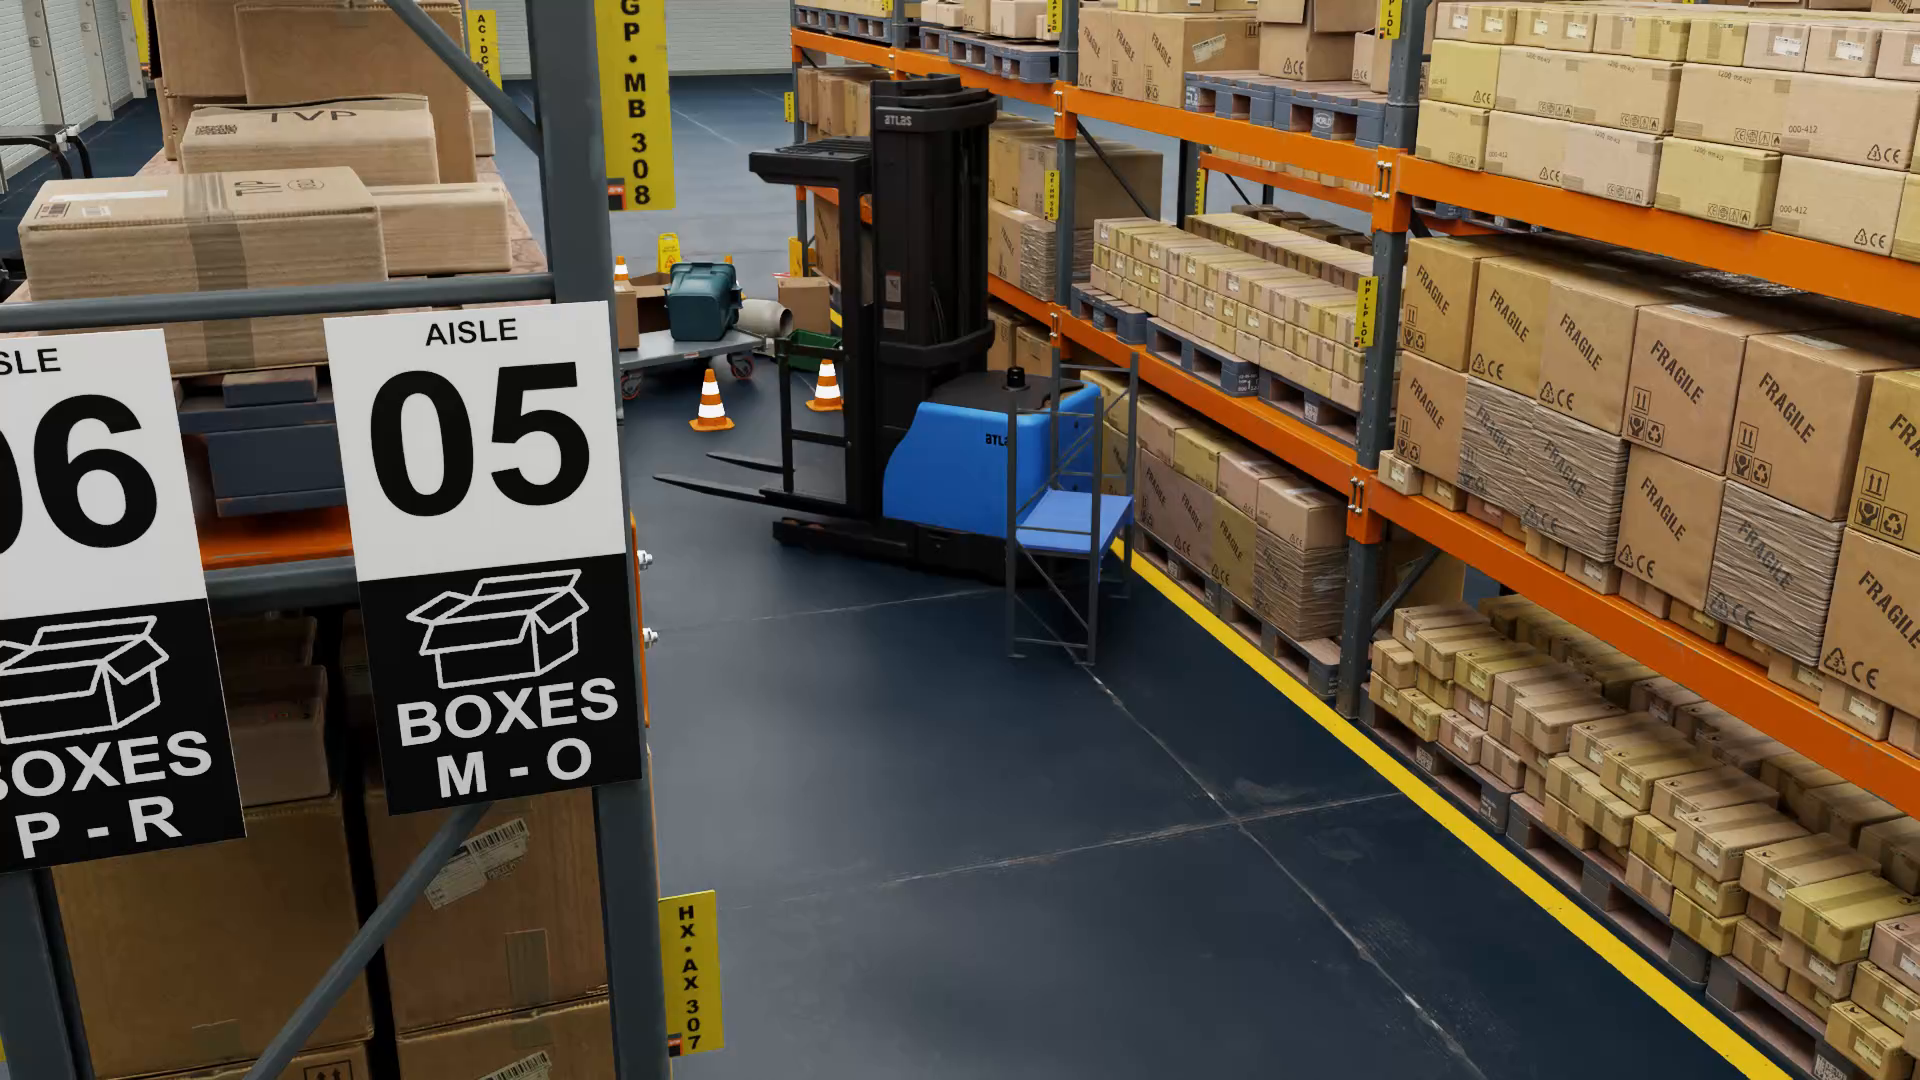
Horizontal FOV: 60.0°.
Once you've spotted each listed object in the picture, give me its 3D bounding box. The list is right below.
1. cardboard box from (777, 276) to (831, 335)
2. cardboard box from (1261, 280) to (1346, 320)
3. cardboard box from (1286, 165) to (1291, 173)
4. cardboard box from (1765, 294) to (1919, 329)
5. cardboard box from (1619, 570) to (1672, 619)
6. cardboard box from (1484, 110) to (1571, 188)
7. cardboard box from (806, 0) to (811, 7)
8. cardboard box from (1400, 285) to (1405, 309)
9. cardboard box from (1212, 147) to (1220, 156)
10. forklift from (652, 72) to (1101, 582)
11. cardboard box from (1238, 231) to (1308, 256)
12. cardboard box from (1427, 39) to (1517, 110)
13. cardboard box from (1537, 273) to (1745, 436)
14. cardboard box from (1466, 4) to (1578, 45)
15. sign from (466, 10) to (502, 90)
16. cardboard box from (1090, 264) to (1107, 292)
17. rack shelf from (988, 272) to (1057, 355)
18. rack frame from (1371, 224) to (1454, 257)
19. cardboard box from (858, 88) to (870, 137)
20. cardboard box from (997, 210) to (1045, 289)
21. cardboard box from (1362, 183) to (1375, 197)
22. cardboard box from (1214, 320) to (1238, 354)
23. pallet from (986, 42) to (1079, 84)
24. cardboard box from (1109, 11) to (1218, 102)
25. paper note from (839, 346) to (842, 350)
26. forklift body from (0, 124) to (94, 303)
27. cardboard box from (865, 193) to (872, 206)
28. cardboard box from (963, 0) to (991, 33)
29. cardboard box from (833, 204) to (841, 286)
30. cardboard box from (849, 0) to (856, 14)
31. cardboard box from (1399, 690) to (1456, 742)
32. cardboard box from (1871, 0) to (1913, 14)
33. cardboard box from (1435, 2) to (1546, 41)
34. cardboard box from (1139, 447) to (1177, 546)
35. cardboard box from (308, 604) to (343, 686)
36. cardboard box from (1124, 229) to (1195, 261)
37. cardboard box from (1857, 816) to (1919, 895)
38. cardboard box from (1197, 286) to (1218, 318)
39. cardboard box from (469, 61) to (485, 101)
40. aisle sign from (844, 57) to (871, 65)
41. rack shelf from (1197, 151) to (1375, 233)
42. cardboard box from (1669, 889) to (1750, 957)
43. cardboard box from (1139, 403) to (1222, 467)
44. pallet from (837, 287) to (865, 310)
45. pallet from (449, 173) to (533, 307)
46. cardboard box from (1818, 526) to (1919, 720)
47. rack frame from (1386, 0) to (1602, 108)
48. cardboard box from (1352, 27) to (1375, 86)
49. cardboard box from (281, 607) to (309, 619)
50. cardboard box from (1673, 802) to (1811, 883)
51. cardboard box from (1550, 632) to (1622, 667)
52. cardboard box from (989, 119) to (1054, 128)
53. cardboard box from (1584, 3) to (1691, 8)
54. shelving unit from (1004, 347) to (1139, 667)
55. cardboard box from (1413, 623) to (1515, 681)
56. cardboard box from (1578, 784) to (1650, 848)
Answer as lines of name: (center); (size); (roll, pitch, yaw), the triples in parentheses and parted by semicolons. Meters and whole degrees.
cardboard box: (-1.570, -2.352, 16.722); (0.500, 0.500, 0.500); (-3, 20, -8)
cardboard box: (1.848, -1.292, 8.947); (0.380, 0.149, 0.250); (-6, 21, -17)
cardboard box: (3.822, -4.124, 18.332); (0.380, 0.149, 0.250); (-6, 21, -17)
cardboard box: (3.304, -0.611, 6.113); (0.500, 0.500, 0.500); (-7, 21, -19)
cardboard box: (2.773, 0.171, 6.374); (0.380, 0.149, 0.250); (-6, 21, -15)
cardboard box: (2.468, -1.576, 6.651); (0.500, 0.250, 0.500); (-7, 21, -18)
cardboard box: (-1.403, -5.654, 17.385); (0.380, 0.149, 0.250); (-6, 21, -17)
cardboard box: (2.548, -1.277, 8.905); (0.380, 0.149, 0.250); (-6, 21, -17)
cardboard box: (3.238, -4.682, 19.885); (0.380, 0.149, 0.250); (-6, 21, -17)
forklift: (-0.637, -1.460, 10.647); (3.031, 2.935, 1.130); (10, 22, 27)
cardboard box: (1.985, -1.855, 10.515); (0.380, 0.149, 0.250); (-6, 21, -16)
cardboard box: (2.330, -1.968, 7.002); (0.500, 0.250, 0.500); (-6, 21, -15)
cardboard box: (2.623, -0.728, 6.440); (0.500, 0.500, 0.500); (-6, 21, -16)
cardboard box: (2.322, -2.125, 6.851); (0.380, 0.149, 0.250); (-7, 21, -20)
sign: (-1.735, -1.764, 6.072); (0.100, 0.325, 0.005); (-6, 21, -17)
cardboard box: (1.098, -1.769, 11.155); (0.380, 0.149, 0.250); (-7, 21, -18)
rack shelf: (0.521, -2.158, 13.551); (1.077, 0.370, 4.000); (-6, 21, -17)
rack frame: (4.632, -3.633, 16.594); (1.000, 3.000, 0.127); (-6, 21, -17)
cardboard box: (-0.475, -4.003, 15.806); (0.875, 0.550, 0.550); (-6, 21, -17)
cardboard box: (0.597, -2.178, 12.395); (0.500, 0.500, 0.500); (-6, 21, -17)
cardboard box: (4.286, -3.552, 16.741); (0.380, 0.149, 0.250); (-6, 21, -17)
cardboard box: (1.681, -1.175, 9.500); (0.380, 0.149, 0.250); (-5, 20, -15)
pallet: (0.896, -3.379, 11.727); (1.213, 0.211, 1.003); (-5, 20, -15)
cardboard box: (1.240, -2.942, 10.085); (0.500, 0.500, 0.500); (-6, 21, -17)
paper note: (-1.179, -1.861, 16.051); (0.142, 0.020, 0.147); (12, 23, 30)
forklift body: (-8.416, -2.521, 14.753); (2.313, 2.155, 1.214); (-6, 21, -17)
cardboard box: (-0.430, -3.500, 16.002); (0.875, 0.550, 0.550); (-6, 21, -17)
cardboard box: (0.337, -4.086, 12.501); (0.500, 0.500, 0.500); (-6, 21, -17)
cardboard box: (-0.811, -3.127, 17.707); (0.875, 0.875, 0.875); (-7, 21, -18)
cardboard box: (-0.845, -5.085, 15.802); (0.380, 0.149, 0.250); (-6, 21, -16)
cardboard box: (2.299, 0.809, 7.822); (0.380, 0.149, 0.250); (-6, 21, -16)
cardboard box: (6.504, -3.550, 11.156); (0.500, 0.500, 0.500); (-5, 20, -14)
cardboard box: (2.268, -2.216, 7.104); (0.380, 0.149, 0.250); (-7, 21, -18)
cardboard box: (1.456, -0.297, 10.382); (0.500, 0.500, 0.500); (-7, 21, -19)
cardboard box: (-1.573, 0.459, 3.574); (0.500, 0.500, 0.500); (-6, 21, -17)
cardboard box: (1.270, -1.880, 10.584); (0.380, 0.149, 0.250); (-7, 21, -18)
cardboard box: (3.507, 1.131, 6.045); (0.380, 0.149, 0.250); (-7, 21, -20)
cardboard box: (1.605, -1.398, 9.683); (0.380, 0.149, 0.250); (-6, 21, -15)
cardboard box: (-1.756, -1.435, 5.466); (0.396, 0.266, 0.258); (-6, 21, -15)
aisle sign: (-1.103, -5.700, 18.503); (0.394, 0.787, 0.004); (-6, 21, -17)
rack shelf: (4.004, -3.936, 18.502); (1.077, 0.370, 4.000); (-6, 21, -17)
cardboard box: (2.892, 1.391, 6.202); (0.380, 0.149, 0.250); (-7, 21, -20)
cardboard box: (1.439, -0.659, 10.281); (0.500, 0.250, 0.500); (-6, 21, -17)
pallet: (-0.660, -2.470, 17.482); (1.003, 0.211, 1.213); (-6, 21, -17)
pallet: (-1.634, -0.728, 4.200); (1.003, 0.211, 1.213); (-6, 21, -17)
cardboard box: (3.121, 0.243, 5.215); (0.500, 0.500, 0.500); (-7, 21, -18)
rack frame: (2.406, -3.395, 7.055); (1.000, 3.000, 0.127); (-6, 21, -17)
cardboard box: (2.329, -2.443, 8.355); (0.500, 0.311, 0.500); (-7, 21, -18)
cardboard box: (-1.610, 0.116, 3.569); (0.380, 0.149, 0.250); (-6, 21, -16)
cardboard box: (2.872, 1.107, 6.113); (0.380, 0.149, 0.250); (-6, 21, -15)
cardboard box: (2.968, 0.536, 7.702); (0.380, 0.149, 0.250); (-7, 21, -18)
cardboard box: (0.376, -3.170, 13.678); (0.700, 0.500, 0.500); (-6, 21, -17)
cardboard box: (2.857, -2.180, 7.003); (0.380, 0.149, 0.250); (-6, 21, -16)
shelving unit: (0.634, -0.213, 9.291); (0.538, 1.500, 1.048); (6, 20, 15)
cardboard box: (2.348, 0.520, 7.747); (0.380, 0.149, 0.250); (-5, 20, -15)
cardboard box: (2.711, 1.076, 6.638); (0.380, 0.149, 0.250); (-6, 21, -17)
